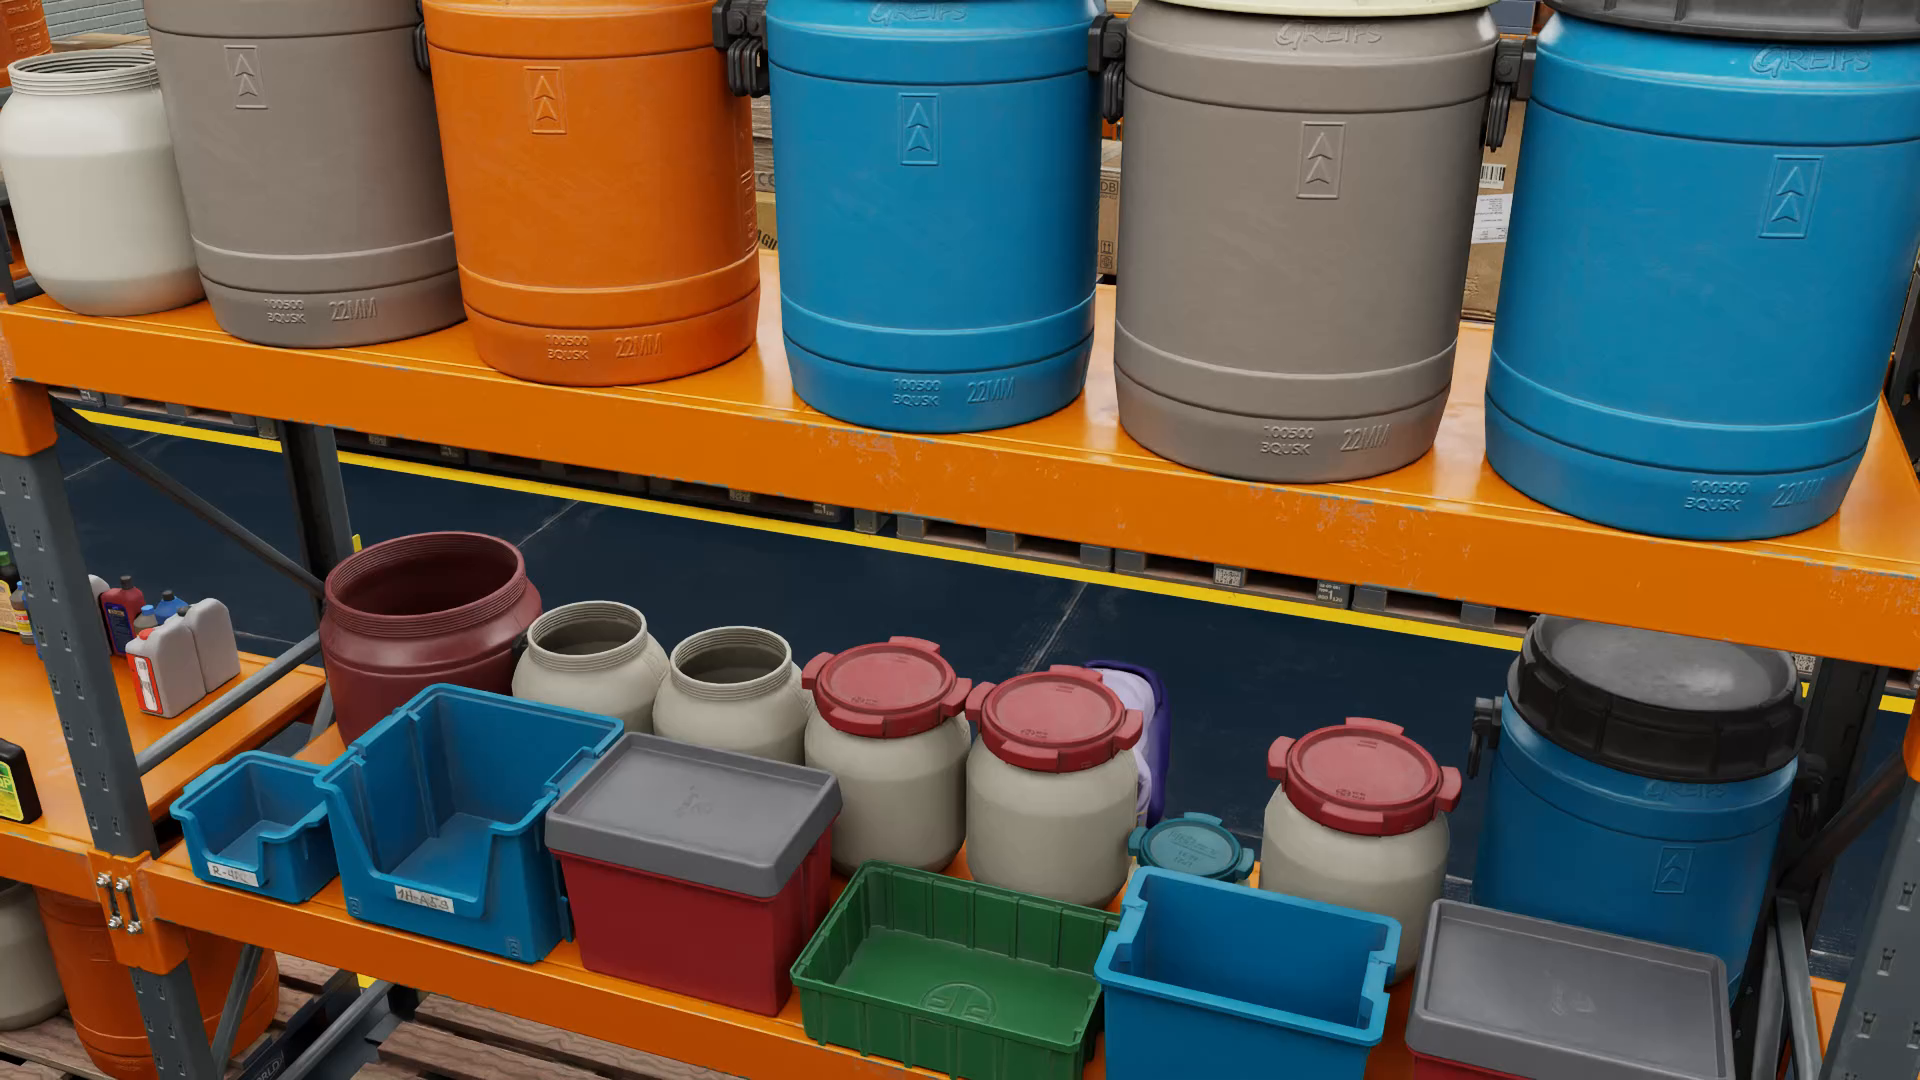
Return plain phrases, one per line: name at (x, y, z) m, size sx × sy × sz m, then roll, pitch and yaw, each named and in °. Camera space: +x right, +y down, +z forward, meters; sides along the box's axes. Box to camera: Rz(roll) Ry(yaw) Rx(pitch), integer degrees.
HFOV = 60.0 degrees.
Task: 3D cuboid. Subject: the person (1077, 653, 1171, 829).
person at (0.516, 0.930, 6.175) m, size 0.510 × 0.817 × 0.902 m, roll 8°, pitch 27°, yaw 15°
